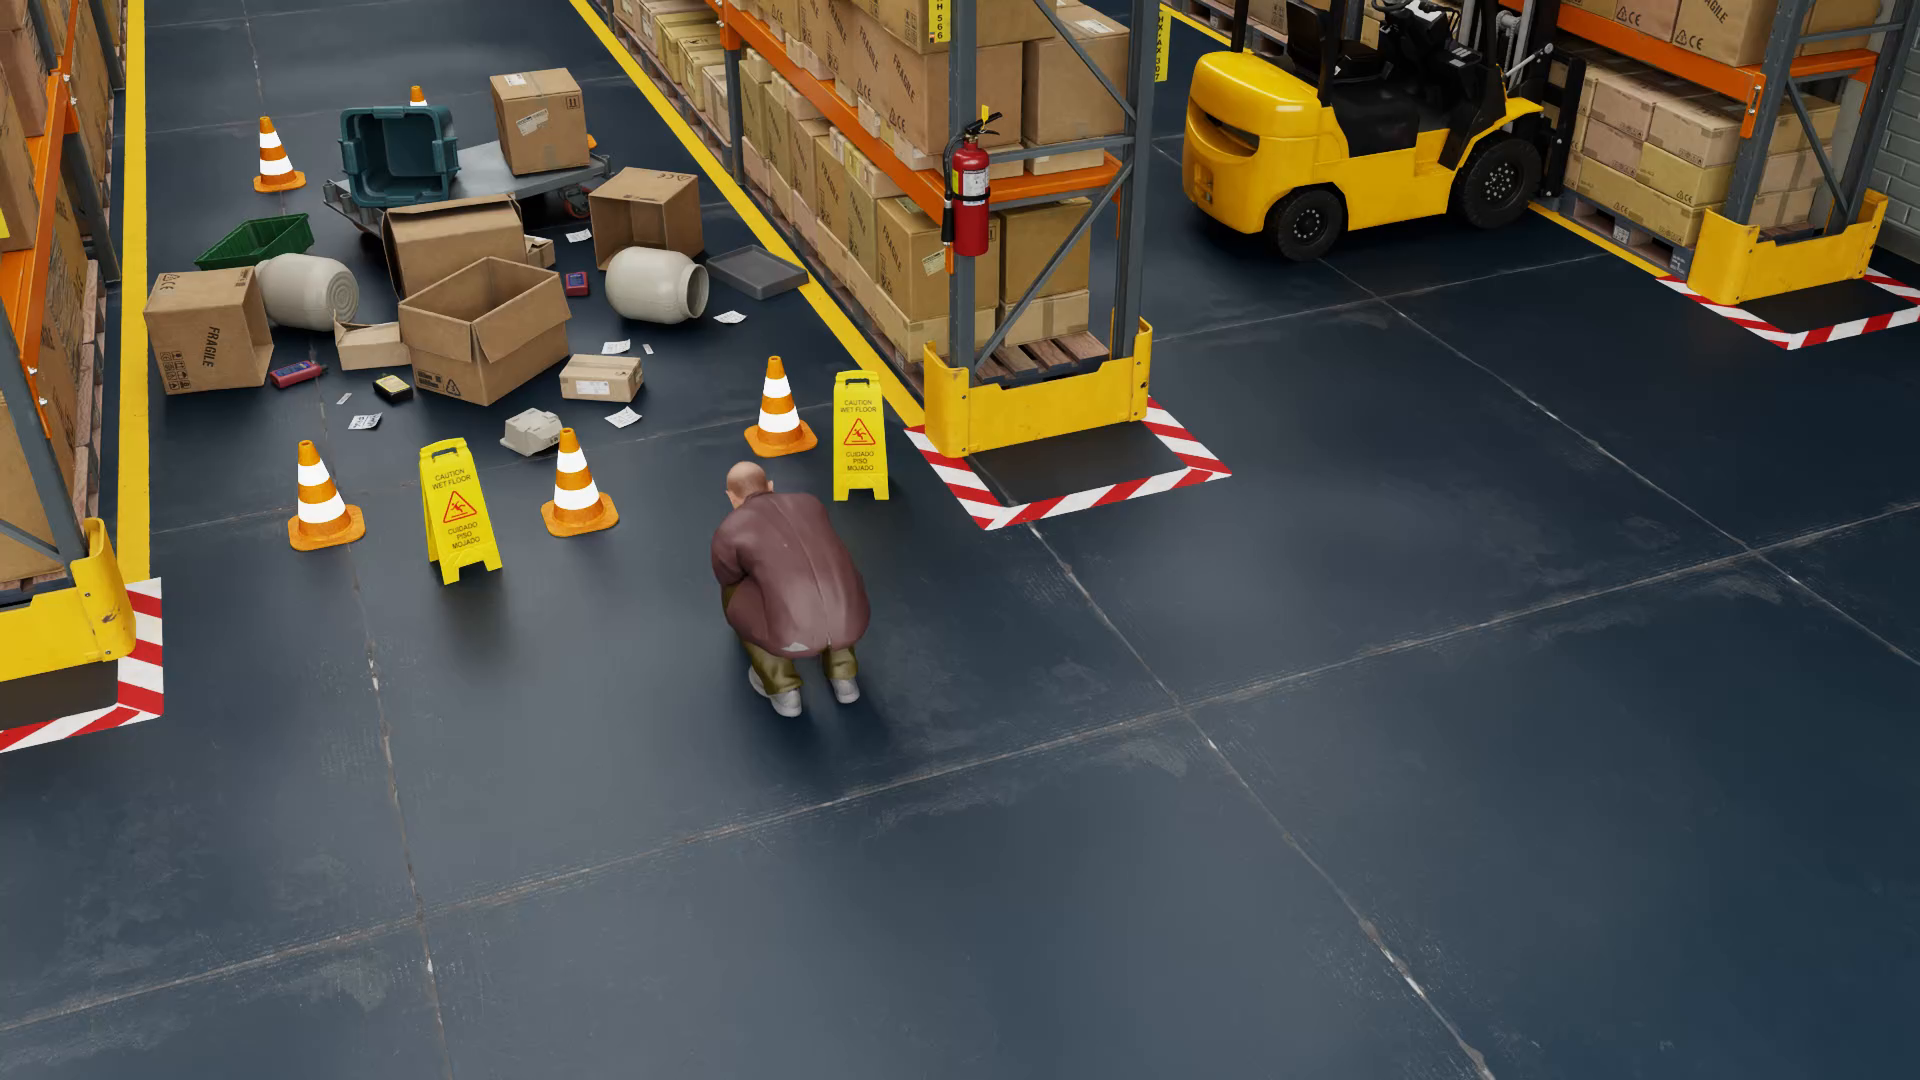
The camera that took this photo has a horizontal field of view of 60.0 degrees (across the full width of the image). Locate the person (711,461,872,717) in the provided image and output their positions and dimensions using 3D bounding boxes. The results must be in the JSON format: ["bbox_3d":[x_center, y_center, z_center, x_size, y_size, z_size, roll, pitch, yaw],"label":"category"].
[{"bbox_3d":[-0.693,0.238,6.799,0.581,0.851,0.927,-13,35,-19],"label":"person"}]
